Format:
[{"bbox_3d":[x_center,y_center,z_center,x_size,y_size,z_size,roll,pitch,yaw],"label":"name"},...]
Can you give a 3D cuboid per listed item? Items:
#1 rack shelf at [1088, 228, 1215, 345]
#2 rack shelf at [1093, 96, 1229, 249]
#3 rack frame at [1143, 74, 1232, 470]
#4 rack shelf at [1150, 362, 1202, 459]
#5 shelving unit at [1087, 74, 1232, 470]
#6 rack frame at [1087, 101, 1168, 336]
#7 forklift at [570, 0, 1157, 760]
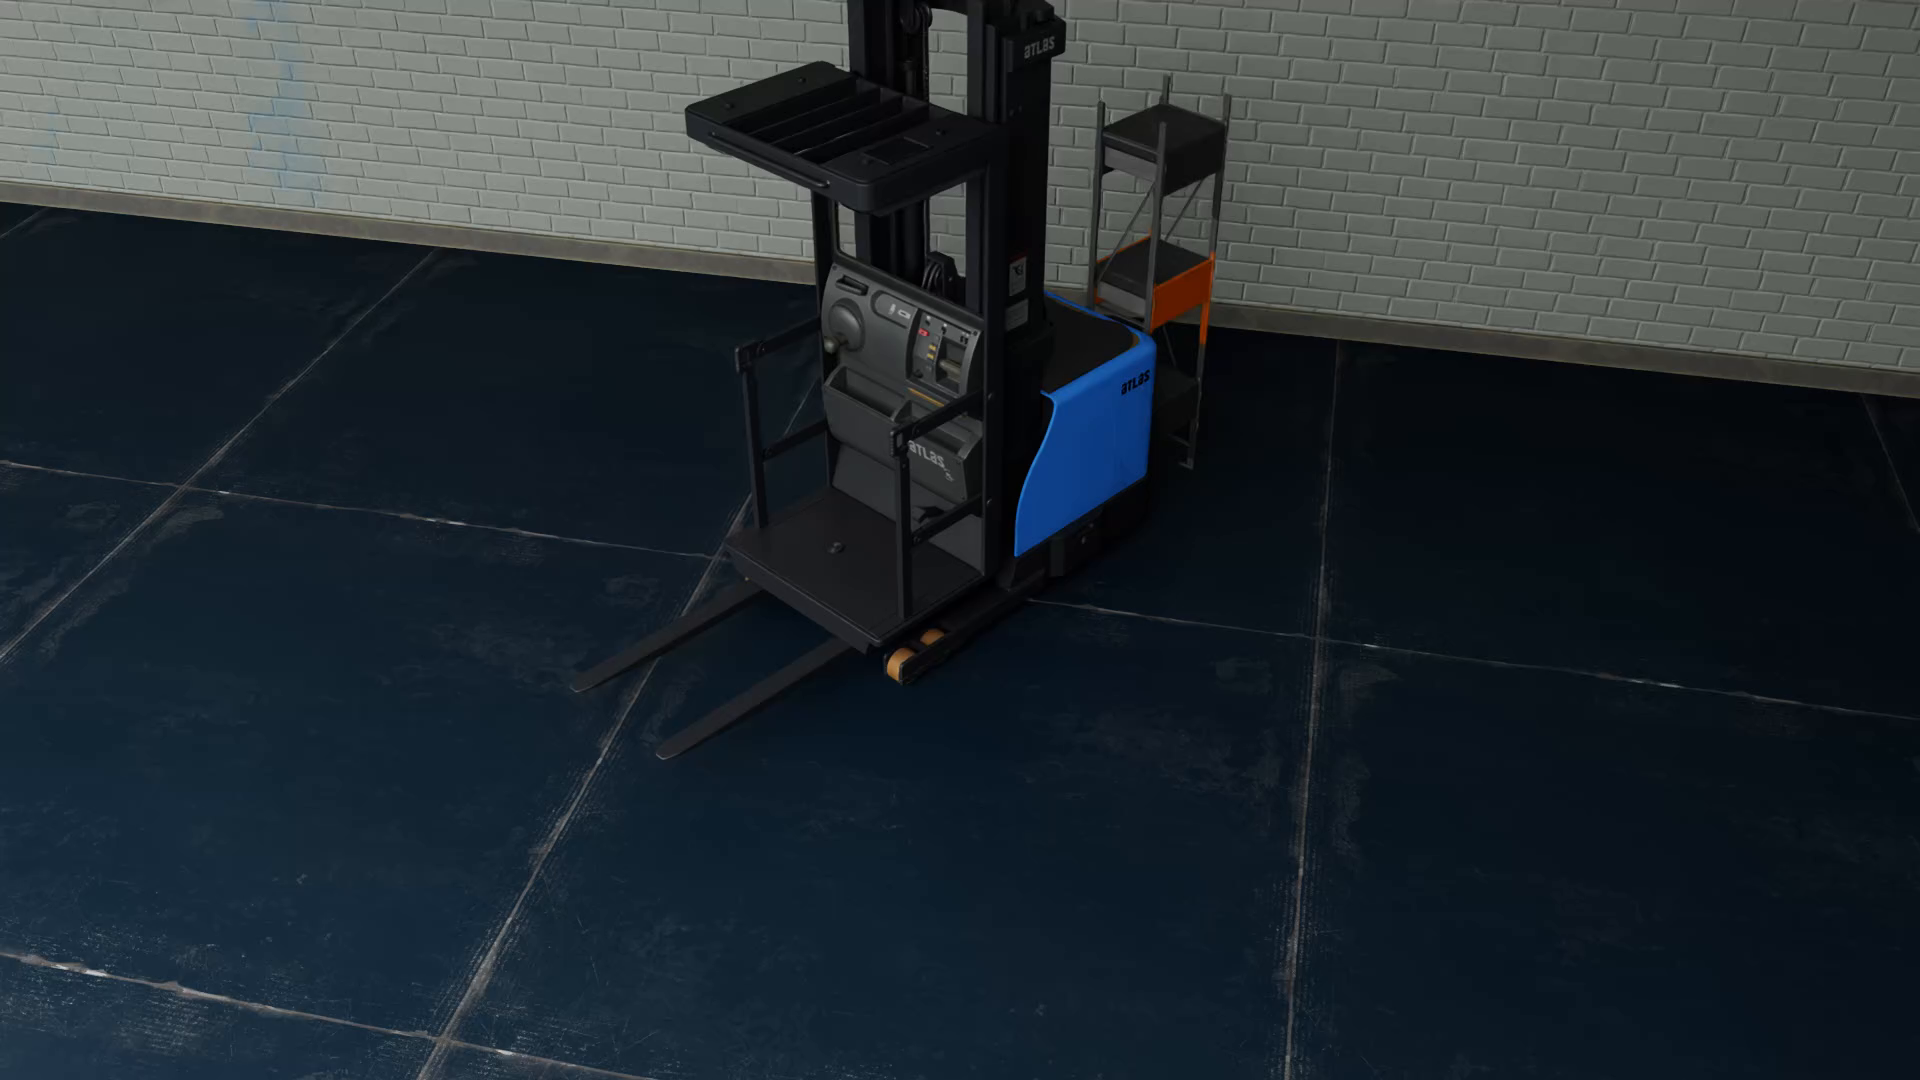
[{"bbox_3d":[0.957,-1.205,8.413,0.431,0.518,0.480,30,45,34],"label":"rack shelf"},{"bbox_3d":[0.961,-1.774,8.006,0.431,0.518,0.480,30,45,34],"label":"rack shelf"},{"bbox_3d":[1.126,-1.318,8.549,0.400,2.100,0.015,30,45,34],"label":"rack frame"},{"bbox_3d":[0.953,-0.636,8.821,0.431,0.518,0.480,30,45,34],"label":"rack shelf"},{"bbox_3d":[0.957,-1.216,8.405,0.431,2.100,0.503,30,45,34],"label":"shelving unit"},{"bbox_3d":[0.788,-1.114,8.262,0.400,2.100,0.015,30,45,34],"label":"rack frame"},{"bbox_3d":[-0.415,-0.870,7.223,1.130,2.935,3.031,30,45,34],"label":"forklift"}]
